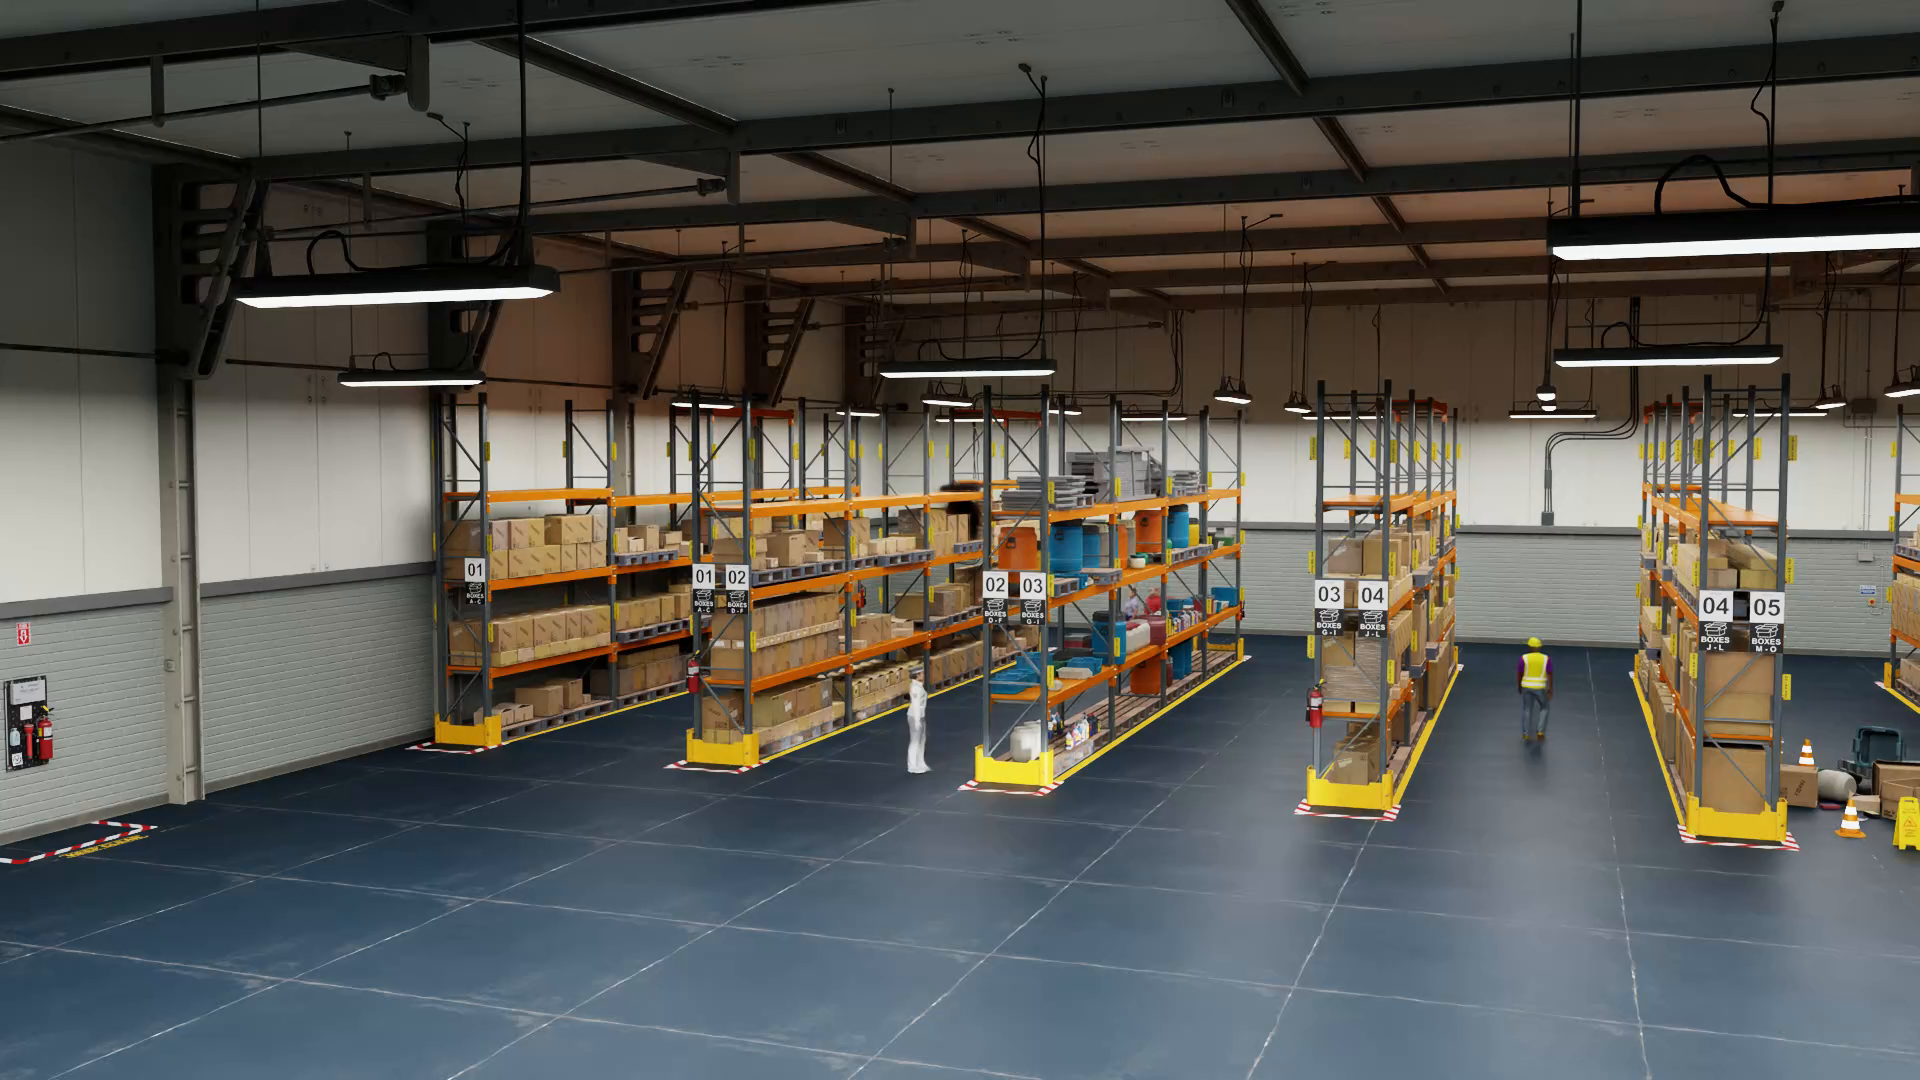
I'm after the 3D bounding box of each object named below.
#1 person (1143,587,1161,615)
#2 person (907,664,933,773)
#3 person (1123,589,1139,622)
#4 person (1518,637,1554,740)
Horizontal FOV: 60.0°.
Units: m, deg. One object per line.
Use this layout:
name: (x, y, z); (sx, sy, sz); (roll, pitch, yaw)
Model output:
person: (4.664, 1.978, 40.666); (1.000, 1.660, 0.684); (-2, 4, -36)
person: (-0.629, 2.803, 25.912); (0.406, 1.723, 0.535); (0, 3, 2)
person: (4.106, 2.006, 40.044); (0.426, 1.660, 0.520); (0, 3, -2)
person: (9.984, 2.600, 28.868); (0.499, 1.823, 0.620); (-3, 4, -44)
